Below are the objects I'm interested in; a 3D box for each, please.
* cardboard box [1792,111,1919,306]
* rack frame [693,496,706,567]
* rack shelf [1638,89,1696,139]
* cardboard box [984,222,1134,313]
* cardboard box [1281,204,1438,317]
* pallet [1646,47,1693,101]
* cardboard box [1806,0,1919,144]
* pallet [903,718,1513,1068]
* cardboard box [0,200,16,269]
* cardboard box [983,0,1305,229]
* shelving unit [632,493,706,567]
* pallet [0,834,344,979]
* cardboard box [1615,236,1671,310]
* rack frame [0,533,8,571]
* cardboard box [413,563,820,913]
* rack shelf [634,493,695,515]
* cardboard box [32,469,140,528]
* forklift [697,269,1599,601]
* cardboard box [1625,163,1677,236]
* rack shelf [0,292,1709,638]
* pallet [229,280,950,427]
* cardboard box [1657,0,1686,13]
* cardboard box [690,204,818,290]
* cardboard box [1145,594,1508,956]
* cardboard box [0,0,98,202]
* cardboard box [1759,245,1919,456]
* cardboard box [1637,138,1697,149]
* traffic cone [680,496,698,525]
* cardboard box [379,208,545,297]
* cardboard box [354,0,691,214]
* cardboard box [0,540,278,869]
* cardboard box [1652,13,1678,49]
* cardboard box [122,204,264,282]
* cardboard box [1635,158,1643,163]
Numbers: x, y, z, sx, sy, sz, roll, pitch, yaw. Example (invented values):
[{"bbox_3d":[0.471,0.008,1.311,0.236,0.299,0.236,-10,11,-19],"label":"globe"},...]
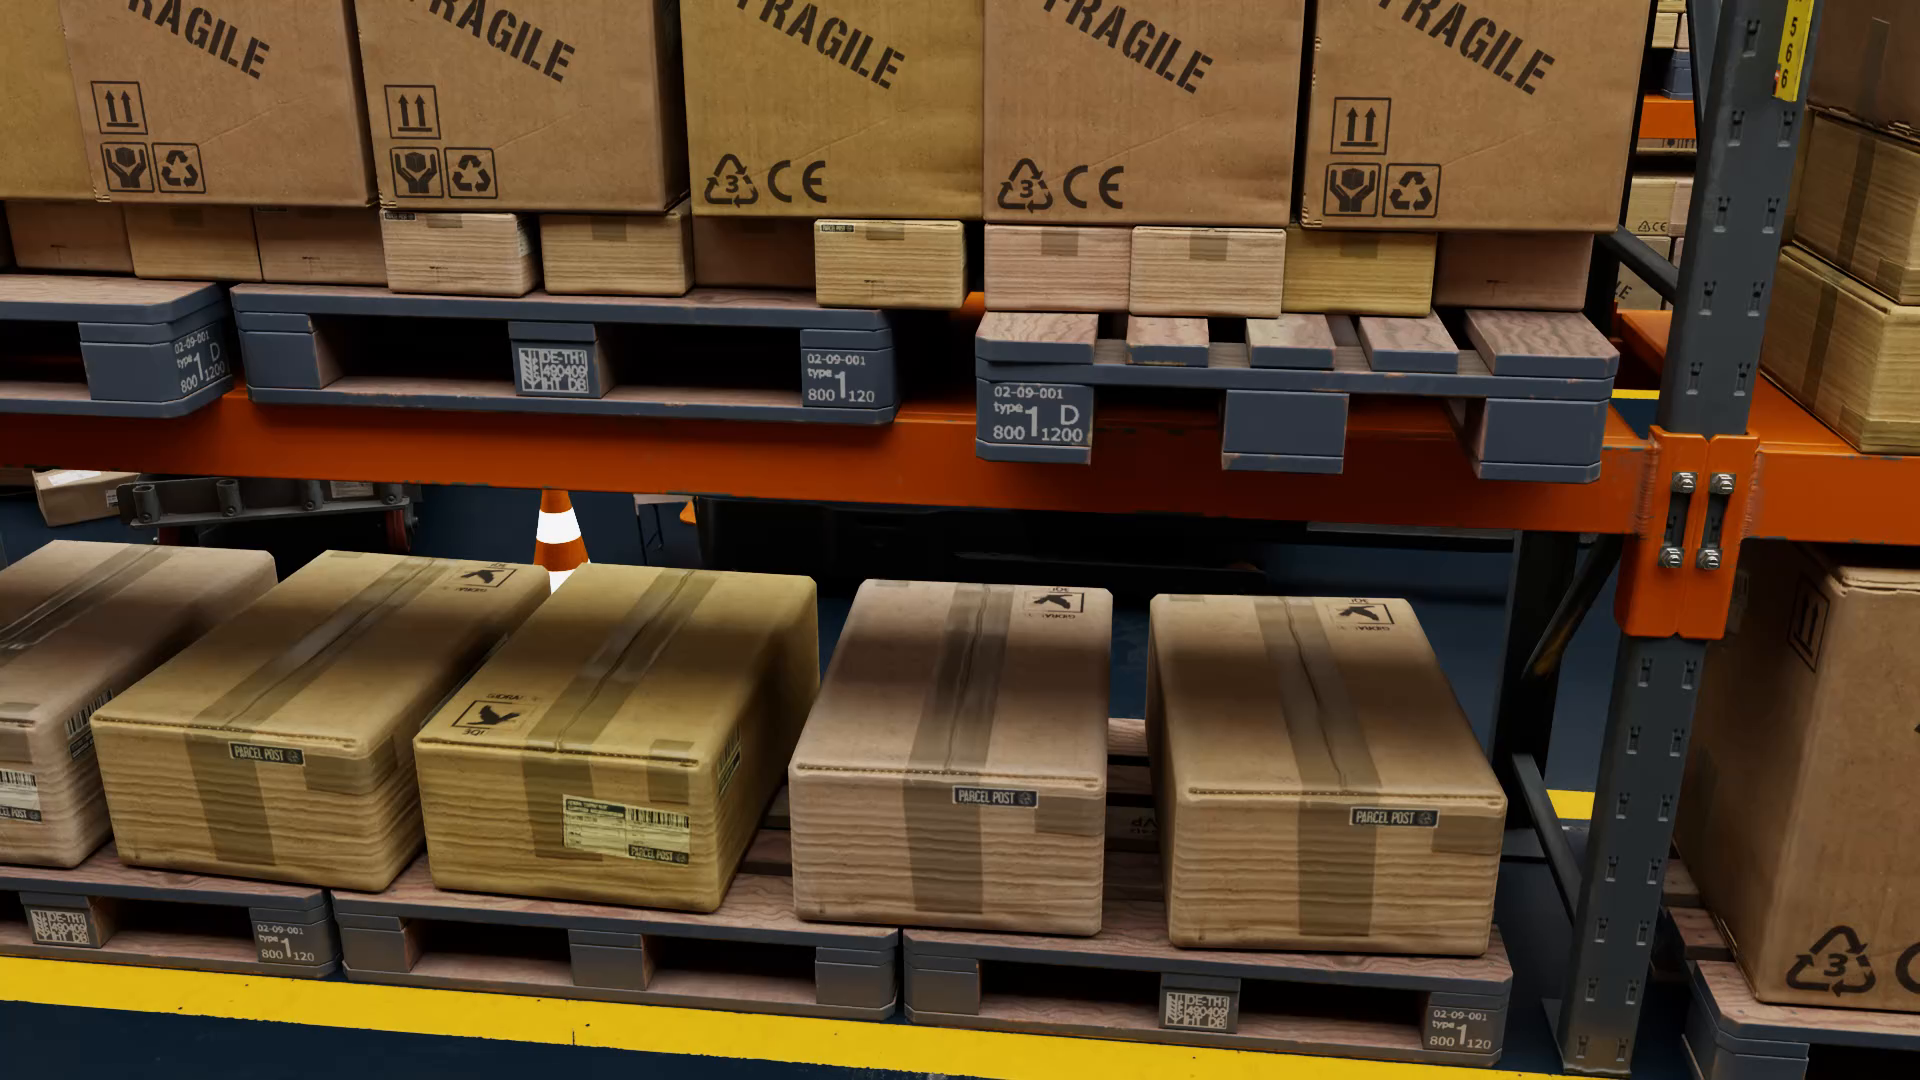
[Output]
[{"bbox_3d":[1.785,-0.573,2.832,0.500,0.250,0.500,2,22,6],"label":"cardboard box"},{"bbox_3d":[-0.900,-0.372,5.614,0.006,0.900,0.240,-3,21,6],"label":"rack frame"},{"bbox_3d":[3.779,-1.912,7.676,4.000,0.370,1.077,2,22,6],"label":"rack shelf"},{"bbox_3d":[0.179,-0.522,2.951,0.250,0.149,0.380,1,22,4],"label":"cardboard box"},{"bbox_3d":[0.683,-0.514,2.930,0.250,0.149,0.380,3,22,7],"label":"cardboard box"},{"bbox_3d":[3.764,-2.174,7.619,1.213,0.211,1.003,2,22,6],"label":"pallet"},{"bbox_3d":[1.772,-0.923,2.698,0.500,0.500,0.500,2,22,5],"label":"cardboard box"},{"bbox_3d":[0.535,0.740,3.780,1.213,0.211,1.003,2,22,6],"label":"pallet"},{"bbox_3d":[-1.903,-0.620,3.199,0.250,0.149,0.380,3,22,7],"label":"cardboard box"},{"bbox_3d":[0.312,-0.839,2.869,0.500,0.500,0.500,2,22,5],"label":"cardboard box"},{"bbox_3d":[-1.001,-0.367,5.625,0.210,0.900,0.258,-3,21,6],"label":"shelving unit"},{"bbox_3d":[-1.888,0.635,4.047,1.213,0.211,1.003,2,22,6],"label":"pallet"},{"bbox_3d":[2.965,-1.222,7.780,0.500,0.500,0.500,3,22,7],"label":"cardboard box"},{"bbox_3d":[-2.661,-0.695,3.618,0.127,3.000,1.000,2,22,6],"label":"rack frame"},{"bbox_3d":[-0.735,0.413,3.819,0.625,0.372,0.950,3,22,8],"label":"cardboard box"},{"bbox_3d":[-0.984,-0.169,5.701,0.200,0.077,0.258,-3,21,6],"label":"rack shelf"},{"bbox_3d":[-3.218,-0.242,6.192,0.396,0.266,0.258,-14,25,-31],"label":"cardboard box"},{"bbox_3d":[0.683,-1.332,5.321,3.031,2.935,1.130,3,22,7],"label":"forklift"},{"bbox_3d":[2.953,-1.575,7.653,0.500,0.250,0.500,2,22,6],"label":"cardboard box"},{"bbox_3d":[-0.675,-0.274,3.531,4.000,0.370,1.077,2,22,6],"label":"rack shelf"},{"bbox_3d":[-0.660,-0.503,3.394,1.213,0.211,1.003,2,22,6],"label":"pallet"},{"bbox_3d":[3.035,-2.424,7.357,0.250,0.149,0.380,3,22,7],"label":"cardboard box"},{"bbox_3d":[-0.331,-0.586,3.112,0.250,0.149,0.380,3,22,7],"label":"cardboard box"},{"bbox_3d":[0.751,0.477,3.657,0.625,0.372,0.950,1,22,3],"label":"cardboard box"},{"bbox_3d":[-1.732,-0.929,3.097,0.500,0.500,0.500,3,22,6],"label":"cardboard box"},{"bbox_3d":[1.767,-0.339,2.922,0.500,0.250,0.500,2,22,5],"label":"cardboard box"},{"bbox_3d":[4.924,-3.233,12.356,0.875,0.875,1.225,2,22,4],"label":"cardboard box"},{"bbox_3d":[-0.859,-0.325,6.133,0.334,0.463,0.336,2,22,6],"label":"traffic cone"},{"bbox_3d":[-0.858,-0.568,3.066,0.250,0.149,0.380,3,22,8],"label":"cardboard box"},{"bbox_3d":[-0.731,-0.884,2.984,0.500,0.500,0.500,2,22,4],"label":"cardboard box"},{"bbox_3d":[-2.140,0.354,3.969,0.625,0.372,0.950,3,22,7],"label":"cardboard box"},{"bbox_3d":[3.016,-2.285,7.409,0.250,0.149,0.380,3,22,9],"label":"cardboard box"},{"bbox_3d":[-1.362,-0.609,3.172,0.250,0.149,0.380,3,22,7],"label":"cardboard box"},{"bbox_3d":[3.006,-1.763,8.129,0.500,0.250,0.500,3,22,7],"label":"cardboard box"}]
